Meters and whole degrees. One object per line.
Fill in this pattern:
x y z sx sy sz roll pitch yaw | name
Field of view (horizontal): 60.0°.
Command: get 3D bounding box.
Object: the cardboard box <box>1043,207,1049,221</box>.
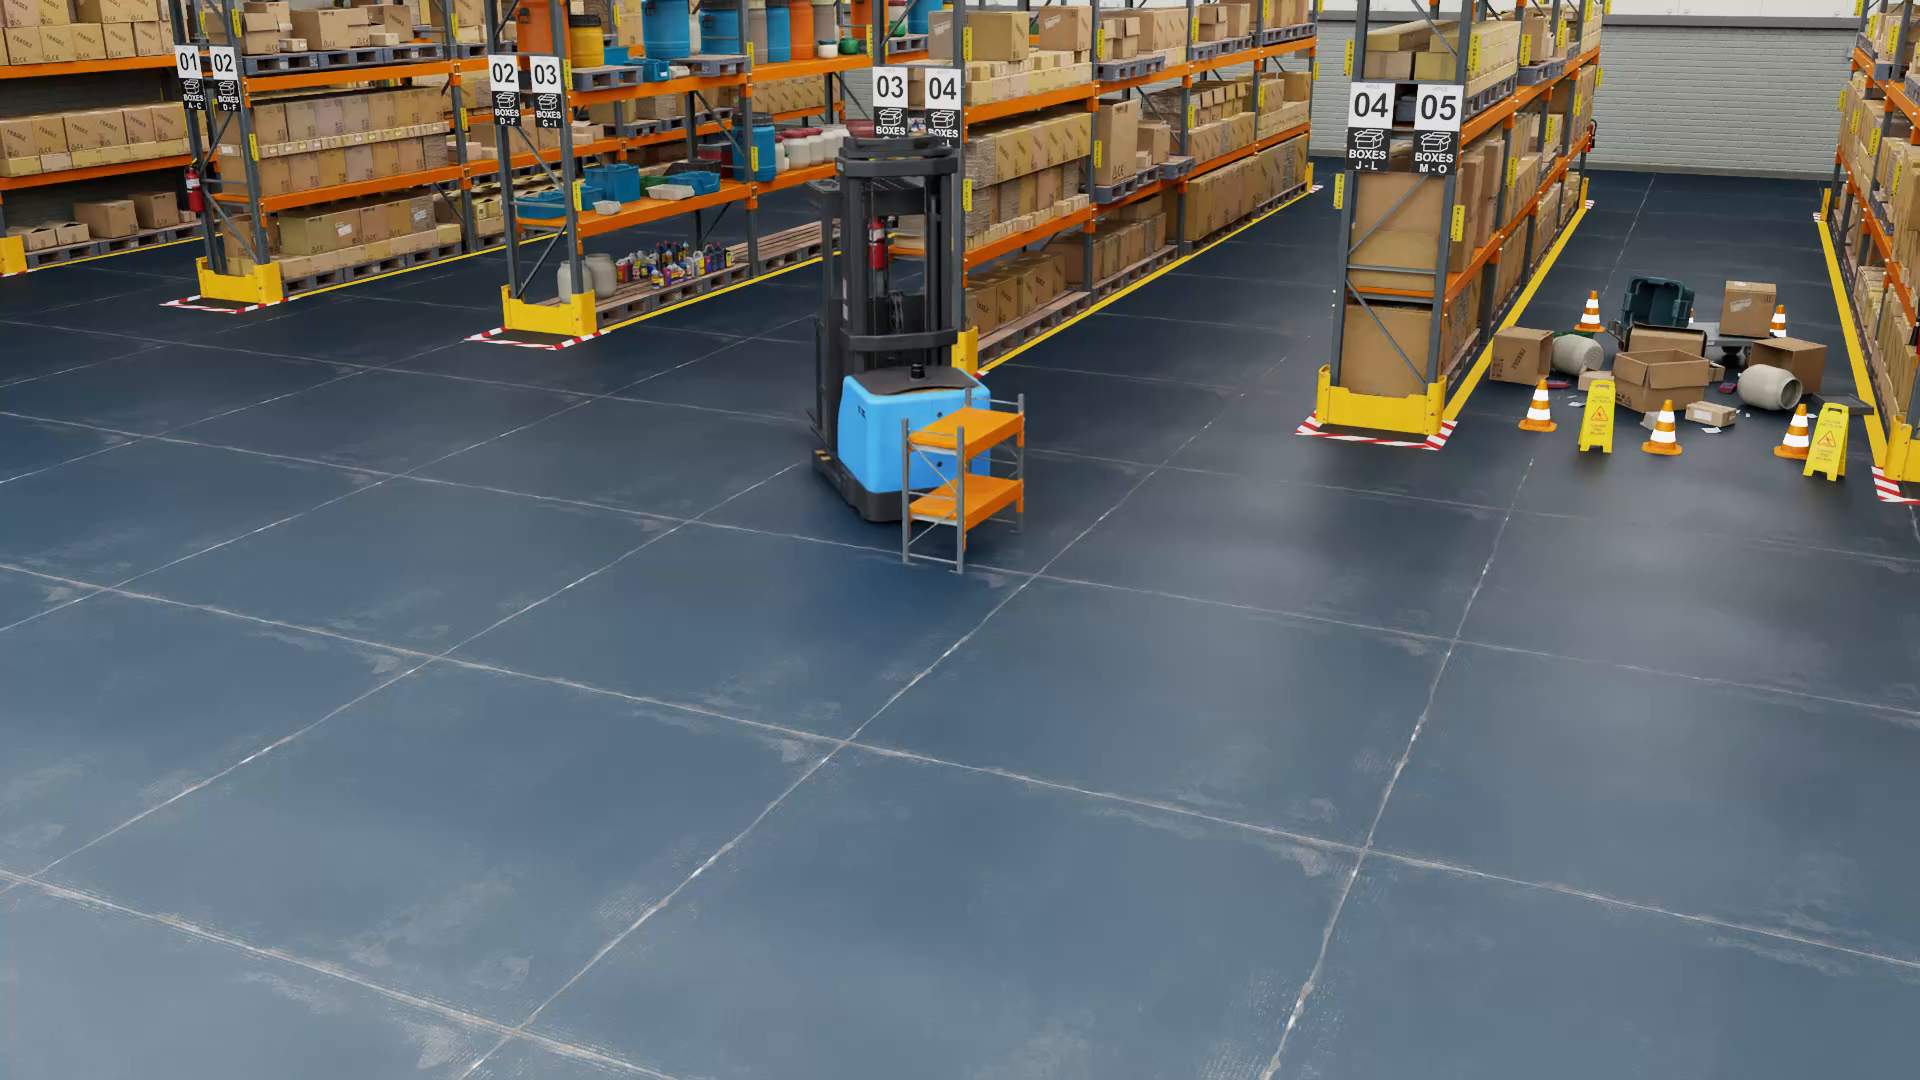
0.838 -3.875 19.762 0.380 0.149 0.250 9 21 23 | cardboard box

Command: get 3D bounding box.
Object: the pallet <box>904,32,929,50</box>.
-0.721 -8.324 27.703 1.003 0.211 1.213 9 21 23 | pallet

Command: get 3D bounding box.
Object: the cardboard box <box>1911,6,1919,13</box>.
13.965 -7.416 23.945 0.500 0.500 0.500 9 21 24 | cardboard box

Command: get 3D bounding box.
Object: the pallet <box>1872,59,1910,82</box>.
12.109 -5.866 20.791 1.213 0.211 1.003 10 22 25 | pallet

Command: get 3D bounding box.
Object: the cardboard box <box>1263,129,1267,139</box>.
5.023 -6.927 28.344 0.380 0.149 0.250 8 21 21 | cardboard box

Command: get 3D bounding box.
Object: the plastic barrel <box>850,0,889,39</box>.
-1.430 -8.363 26.265 0.600 0.830 0.708 9 21 23 | plastic barrel

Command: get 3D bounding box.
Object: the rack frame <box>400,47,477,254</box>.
-7.821 -5.835 24.899 1.000 3.000 0.127 9 21 23 | rack frame

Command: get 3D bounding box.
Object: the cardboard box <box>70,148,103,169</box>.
-13.077 -5.651 24.575 0.500 0.250 0.500 8 21 22 | cardboard box

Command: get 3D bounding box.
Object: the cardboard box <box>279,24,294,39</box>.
-9.000 -6.805 22.449 0.500 0.311 0.500 11 23 29 | cardboard box

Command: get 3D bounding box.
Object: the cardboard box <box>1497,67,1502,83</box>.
5.321 -4.758 16.993 0.380 0.149 0.250 8 21 22 | cardboard box

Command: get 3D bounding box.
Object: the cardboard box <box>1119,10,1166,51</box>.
2.469 -6.905 22.537 0.500 0.500 0.500 9 21 24 | cardboard box

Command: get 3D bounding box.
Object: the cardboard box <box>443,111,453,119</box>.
-9.856 -8.093 31.594 0.380 0.149 0.250 9 21 24 | cardboard box

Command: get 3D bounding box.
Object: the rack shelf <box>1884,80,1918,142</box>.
11.075 -4.800 18.587 1.077 0.370 4.000 9 21 23 | rack shelf

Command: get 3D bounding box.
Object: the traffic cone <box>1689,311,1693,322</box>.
8.693 -2.716 19.916 0.336 0.463 0.334 9 21 23 | traffic cone

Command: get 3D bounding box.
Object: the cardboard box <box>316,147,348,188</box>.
-8.837 -5.112 22.718 0.700 0.500 0.500 9 21 23 | cardboard box

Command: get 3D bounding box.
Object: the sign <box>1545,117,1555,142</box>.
7.844 -5.456 22.106 0.100 0.325 0.005 9 21 23 | sign

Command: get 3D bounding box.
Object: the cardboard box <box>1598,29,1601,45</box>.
10.668 -8.598 28.417 0.500 0.250 0.500 8 21 22 | cardboard box

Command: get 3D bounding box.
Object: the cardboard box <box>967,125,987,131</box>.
-0.017 -4.418 18.830 0.500 0.500 0.500 9 21 23 | cardboard box

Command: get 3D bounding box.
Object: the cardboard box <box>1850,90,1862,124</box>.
13.888 -6.571 25.329 0.500 0.500 0.500 9 21 23 | cardboard box

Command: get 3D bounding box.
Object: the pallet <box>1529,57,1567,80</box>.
7.122 -6.106 21.466 1.213 0.211 1.003 10 22 25 | pallet

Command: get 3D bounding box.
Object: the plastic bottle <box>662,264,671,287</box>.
-3.805 -3.437 21.553 0.061 0.283 0.133 9 21 24 | plastic bottle

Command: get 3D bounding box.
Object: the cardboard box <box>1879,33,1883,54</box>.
12.465 -6.597 22.141 0.396 0.266 0.258 11 22 27 | cardboard box

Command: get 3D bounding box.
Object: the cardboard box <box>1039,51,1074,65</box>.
1.129 -5.708 19.695 0.380 0.149 0.250 7 21 20 | cardboard box

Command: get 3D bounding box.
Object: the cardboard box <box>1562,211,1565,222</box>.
9.526 -5.212 26.775 0.380 0.149 0.250 9 22 24 | cardboard box

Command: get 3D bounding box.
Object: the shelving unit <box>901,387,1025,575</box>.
0.036 -0.469 12.608 0.538 1.125 1.048 10 22 26 | shelving unit

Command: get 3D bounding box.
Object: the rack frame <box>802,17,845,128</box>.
-2.907 -9.503 35.214 1.000 3.000 0.127 9 21 23 | rack frame

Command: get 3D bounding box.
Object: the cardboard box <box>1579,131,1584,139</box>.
10.429 -6.944 28.392 0.380 0.149 0.250 9 22 24 | cardboard box

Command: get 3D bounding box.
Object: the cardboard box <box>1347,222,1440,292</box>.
4.171 -2.730 15.946 0.875 0.550 0.550 9 21 23 | cardboard box

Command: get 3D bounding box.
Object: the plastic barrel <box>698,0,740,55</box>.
-3.293 -6.989 22.919 0.600 0.901 0.708 9 21 23 | plastic barrel

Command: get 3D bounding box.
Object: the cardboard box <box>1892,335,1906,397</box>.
8.919 -1.588 15.316 0.500 0.500 0.500 9 22 25 | cardboard box

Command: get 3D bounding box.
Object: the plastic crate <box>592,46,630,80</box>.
-4.435 -5.961 20.802 0.392 0.384 0.575 9 21 23 | plastic crate

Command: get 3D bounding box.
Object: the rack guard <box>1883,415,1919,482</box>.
8.649 -0.737 14.296 1.175 0.500 0.348 9 21 23 | rack guard

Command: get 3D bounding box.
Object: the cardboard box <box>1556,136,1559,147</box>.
8.887 -6.060 25.280 0.380 0.149 0.250 9 21 23 | cardboard box

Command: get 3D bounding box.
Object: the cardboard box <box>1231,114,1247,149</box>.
4.340 -6.636 27.003 0.500 0.500 0.500 9 22 24 | cardboard box

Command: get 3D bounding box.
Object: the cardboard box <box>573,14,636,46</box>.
-6.035 -8.656 28.206 0.910 0.500 0.500 9 21 23 | cardboard box

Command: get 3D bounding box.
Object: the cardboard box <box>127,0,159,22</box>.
-12.516 -8.094 25.104 0.500 0.500 0.500 10 22 26 | cardboard box

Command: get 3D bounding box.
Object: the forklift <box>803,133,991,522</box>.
-0.679 -1.984 14.173 1.130 2.935 3.031 -6 20 -17 | forklift

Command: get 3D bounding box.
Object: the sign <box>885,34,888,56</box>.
-1.161 -7.667 25.731 0.100 0.325 0.005 9 21 23 | sign

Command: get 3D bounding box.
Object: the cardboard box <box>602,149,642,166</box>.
-5.995 -6.776 29.501 0.500 0.250 0.500 9 22 25 | cardboard box

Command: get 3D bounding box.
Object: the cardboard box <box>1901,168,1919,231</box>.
8.957 -3.060 15.011 0.700 0.500 0.500 8 21 22 | cardboard box

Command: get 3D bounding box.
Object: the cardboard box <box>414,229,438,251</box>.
-8.025 -4.414 24.380 0.500 0.250 0.500 9 21 23 | cardboard box

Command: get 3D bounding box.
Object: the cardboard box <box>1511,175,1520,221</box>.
6.366 -4.088 19.839 0.500 0.500 0.500 9 21 23 | cardboard box

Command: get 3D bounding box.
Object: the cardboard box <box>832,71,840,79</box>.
-2.838 -9.847 34.541 0.500 0.500 0.500 8 21 22 | cardboard box

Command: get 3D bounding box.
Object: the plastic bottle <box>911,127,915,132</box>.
-0.782 -6.688 27.491 0.097 0.271 0.097 0 20 0 | plastic bottle

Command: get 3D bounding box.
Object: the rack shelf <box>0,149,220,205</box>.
-13.161 -5.563 25.208 1.077 0.370 4.000 9 21 23 | rack shelf

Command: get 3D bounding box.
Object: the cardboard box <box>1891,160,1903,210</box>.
10.438 -3.824 18.025 0.500 0.500 0.500 9 21 23 | cardboard box

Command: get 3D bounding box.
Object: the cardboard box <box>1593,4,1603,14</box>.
10.745 -9.055 28.361 0.380 0.149 0.250 8 21 22 | cardboard box

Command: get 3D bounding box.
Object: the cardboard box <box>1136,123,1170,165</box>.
2.531 -5.587 23.427 0.700 0.500 0.500 12 23 31 | cardboard box

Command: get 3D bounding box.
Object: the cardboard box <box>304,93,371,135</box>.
-8.613 -5.896 22.987 0.700 0.500 0.500 9 21 23 | cardboard box

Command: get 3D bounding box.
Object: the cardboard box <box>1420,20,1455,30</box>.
5.136 -5.536 17.990 0.380 0.149 0.250 8 21 22 | cardboard box

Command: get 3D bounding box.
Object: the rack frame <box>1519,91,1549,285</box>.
7.337 -4.986 22.511 1.000 3.000 0.127 9 21 23 | rack frame

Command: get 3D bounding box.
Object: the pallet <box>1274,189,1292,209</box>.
5.372 -6.202 30.093 1.003 0.211 1.213 9 21 23 | pallet

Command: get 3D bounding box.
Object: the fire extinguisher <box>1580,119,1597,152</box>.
11.137 -7.233 29.502 0.296 0.674 0.183 9 21 23 | fire extinguisher

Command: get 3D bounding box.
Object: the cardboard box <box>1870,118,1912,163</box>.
11.867 -5.050 21.049 0.500 0.500 0.500 8 21 21 | cardboard box

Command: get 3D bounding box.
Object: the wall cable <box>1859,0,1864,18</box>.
17.242 -11.387 31.558 0.463 3.000 0.029 9 21 23 | wall cable

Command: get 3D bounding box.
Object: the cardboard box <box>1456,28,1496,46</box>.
5.009 -4.902 16.210 0.380 0.149 0.250 8 21 22 | cardboard box

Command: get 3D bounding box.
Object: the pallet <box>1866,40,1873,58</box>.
13.877 -7.180 24.338 1.003 0.211 1.213 9 21 23 | pallet
